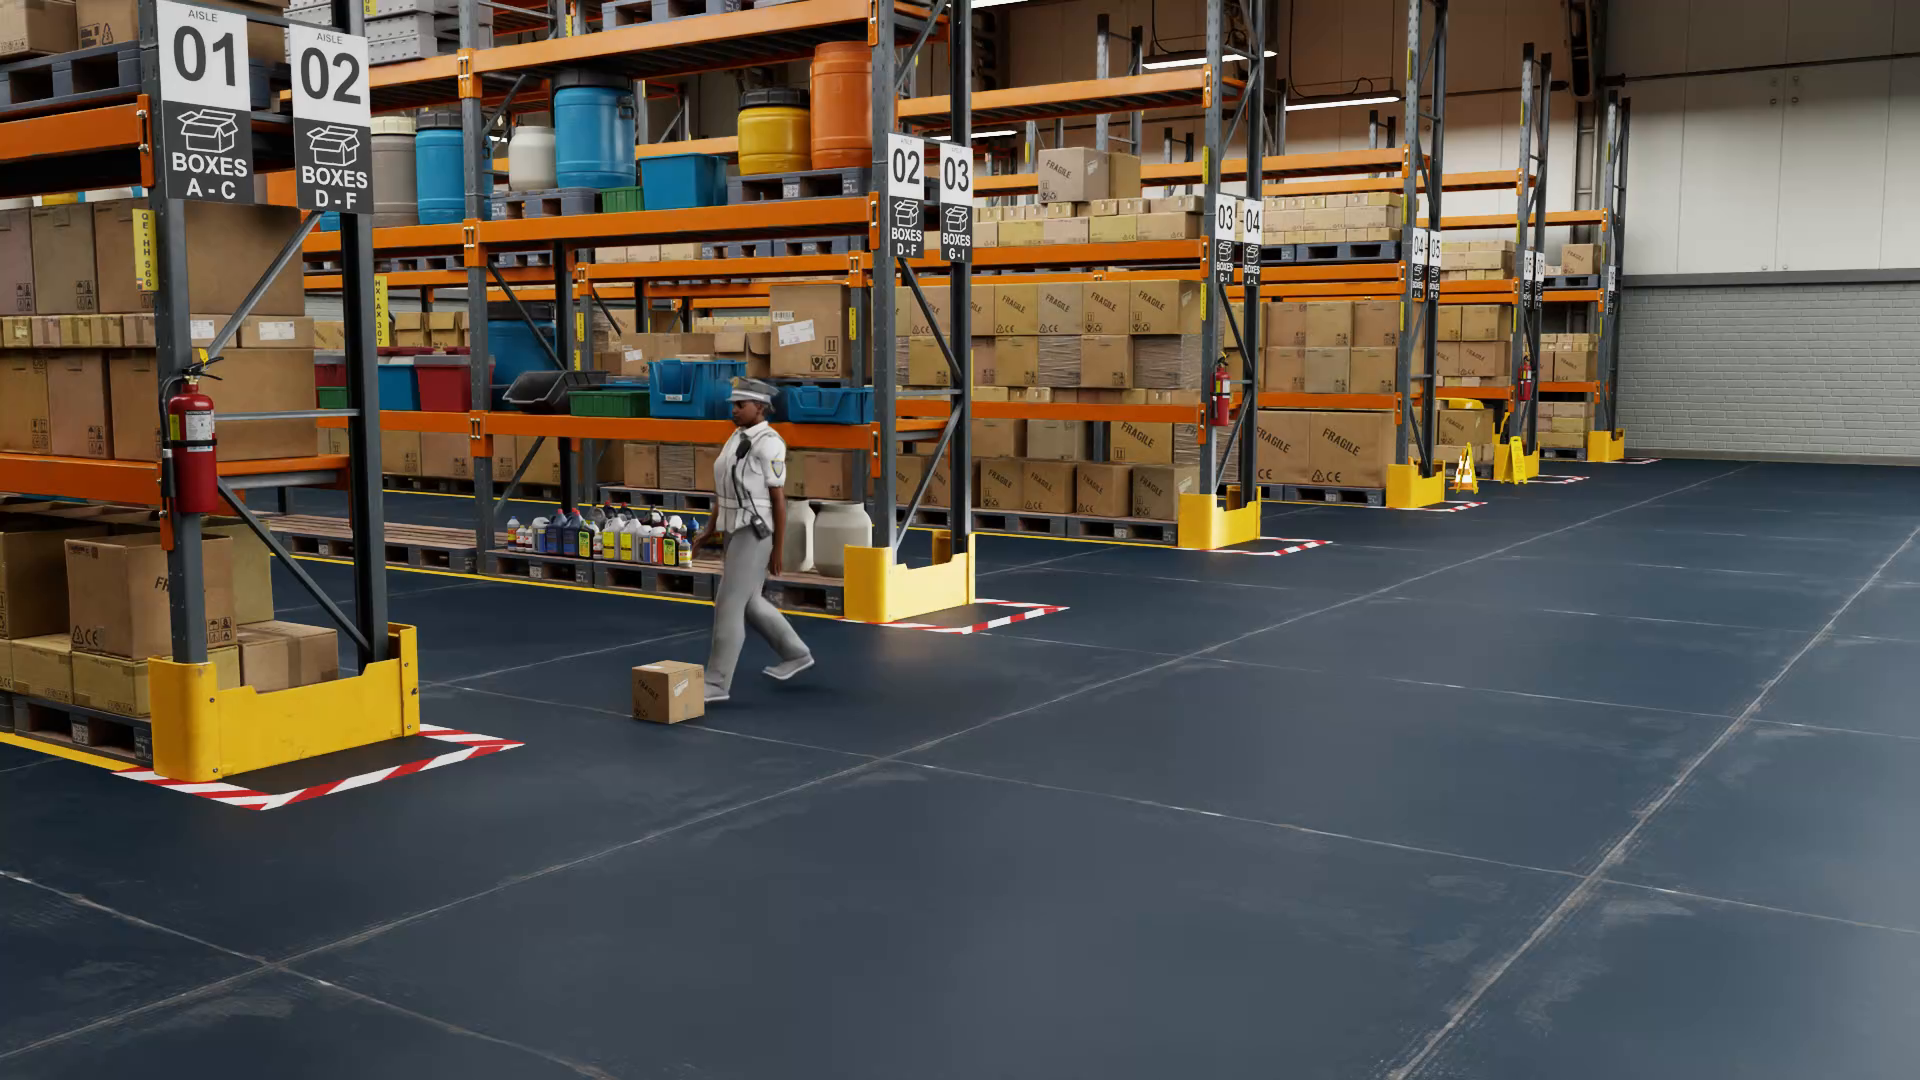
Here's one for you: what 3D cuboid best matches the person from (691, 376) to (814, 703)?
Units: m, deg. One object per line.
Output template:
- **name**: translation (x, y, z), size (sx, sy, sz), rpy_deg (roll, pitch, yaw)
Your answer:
- **person**: translation (-1.122, -0.025, 8.590), size (0.881, 1.643, 0.449), rpy_deg (-4, 8, -31)
